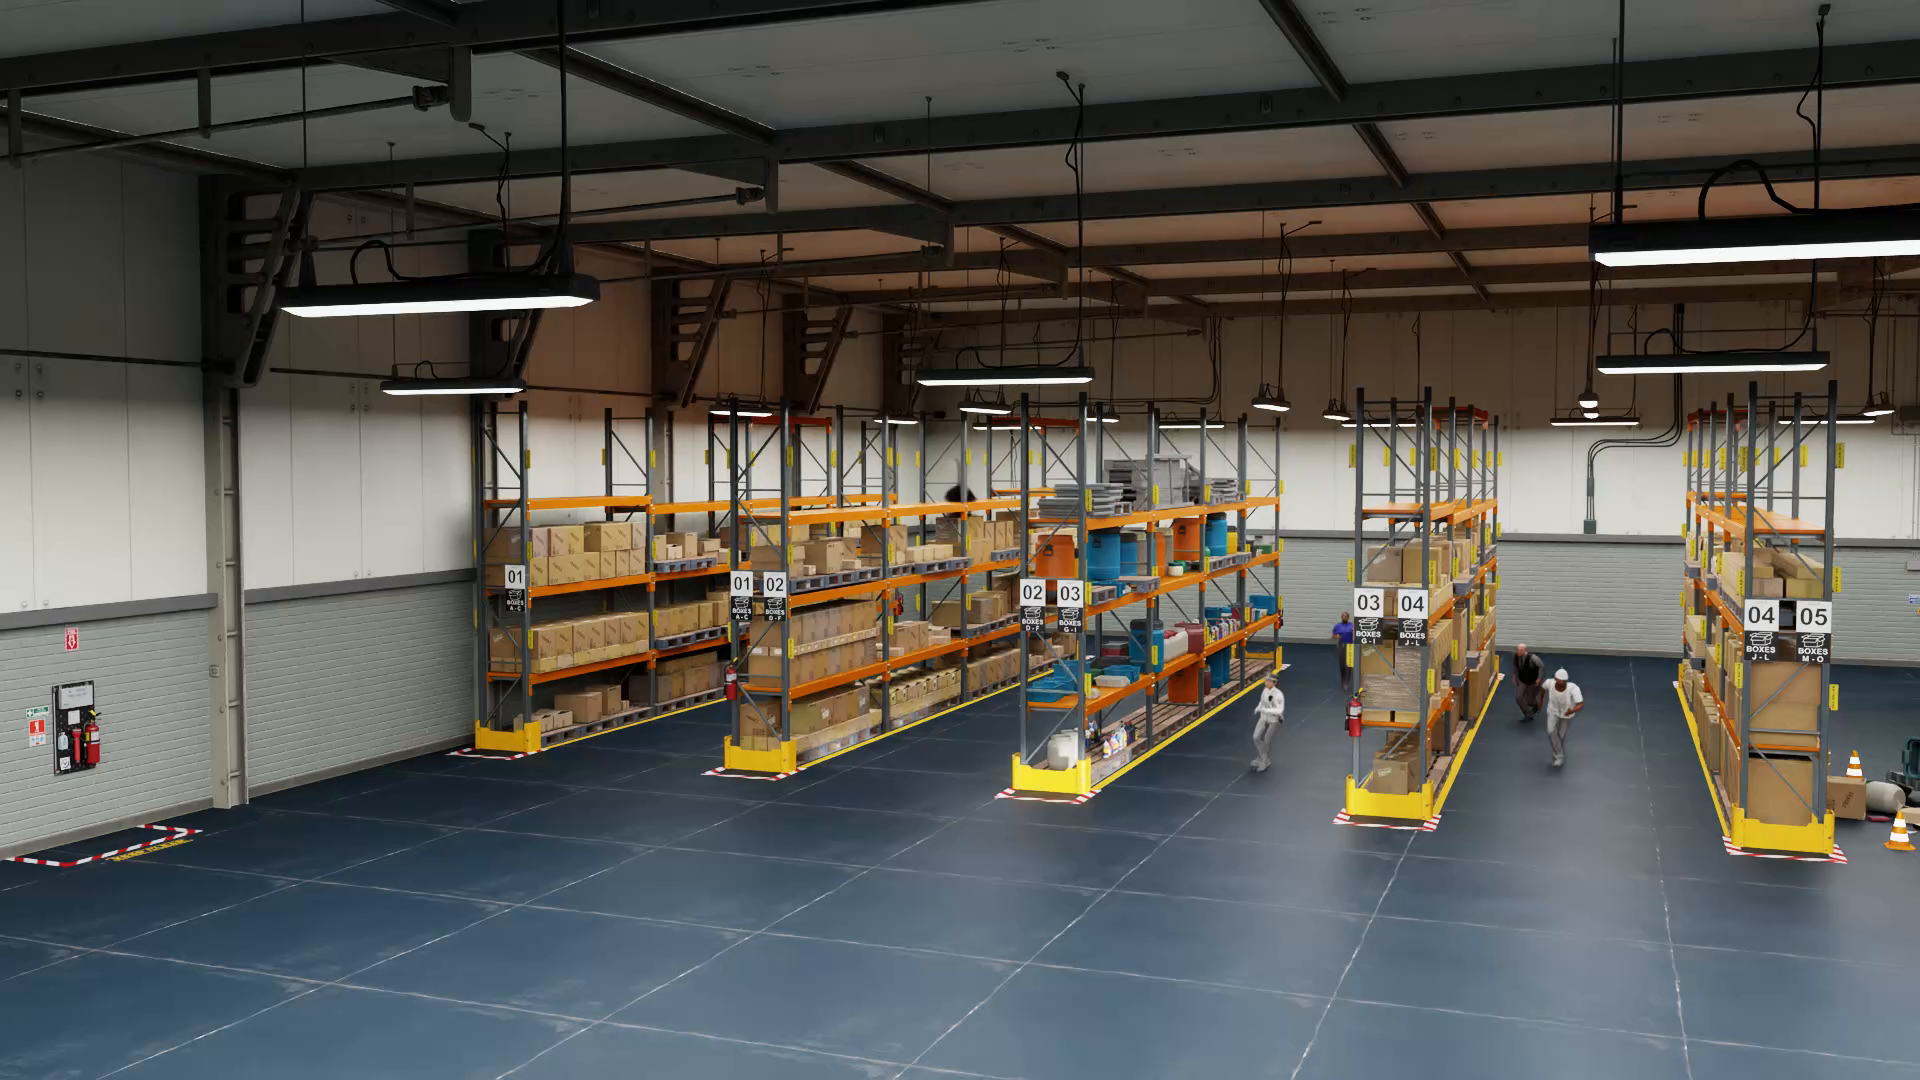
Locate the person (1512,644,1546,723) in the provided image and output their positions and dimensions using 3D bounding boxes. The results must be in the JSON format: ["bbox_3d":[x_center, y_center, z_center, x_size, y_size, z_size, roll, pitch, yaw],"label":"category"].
[{"bbox_3d":[10.847,2.707,31.620,0.669,1.534,0.960,3,4,44],"label":"person"}]

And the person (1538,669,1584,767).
[{"bbox_3d":[9.831,2.859,27.222,0.714,1.591,1.078,1,3,22],"label":"person"}]

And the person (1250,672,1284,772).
[{"bbox_3d":[4.925,2.888,26.654,0.737,1.593,0.654,2,4,40],"label":"person"}]

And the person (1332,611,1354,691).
[{"bbox_3d":[8.411,2.401,36.285,0.563,1.705,0.861,1,3,20],"label":"person"}]
